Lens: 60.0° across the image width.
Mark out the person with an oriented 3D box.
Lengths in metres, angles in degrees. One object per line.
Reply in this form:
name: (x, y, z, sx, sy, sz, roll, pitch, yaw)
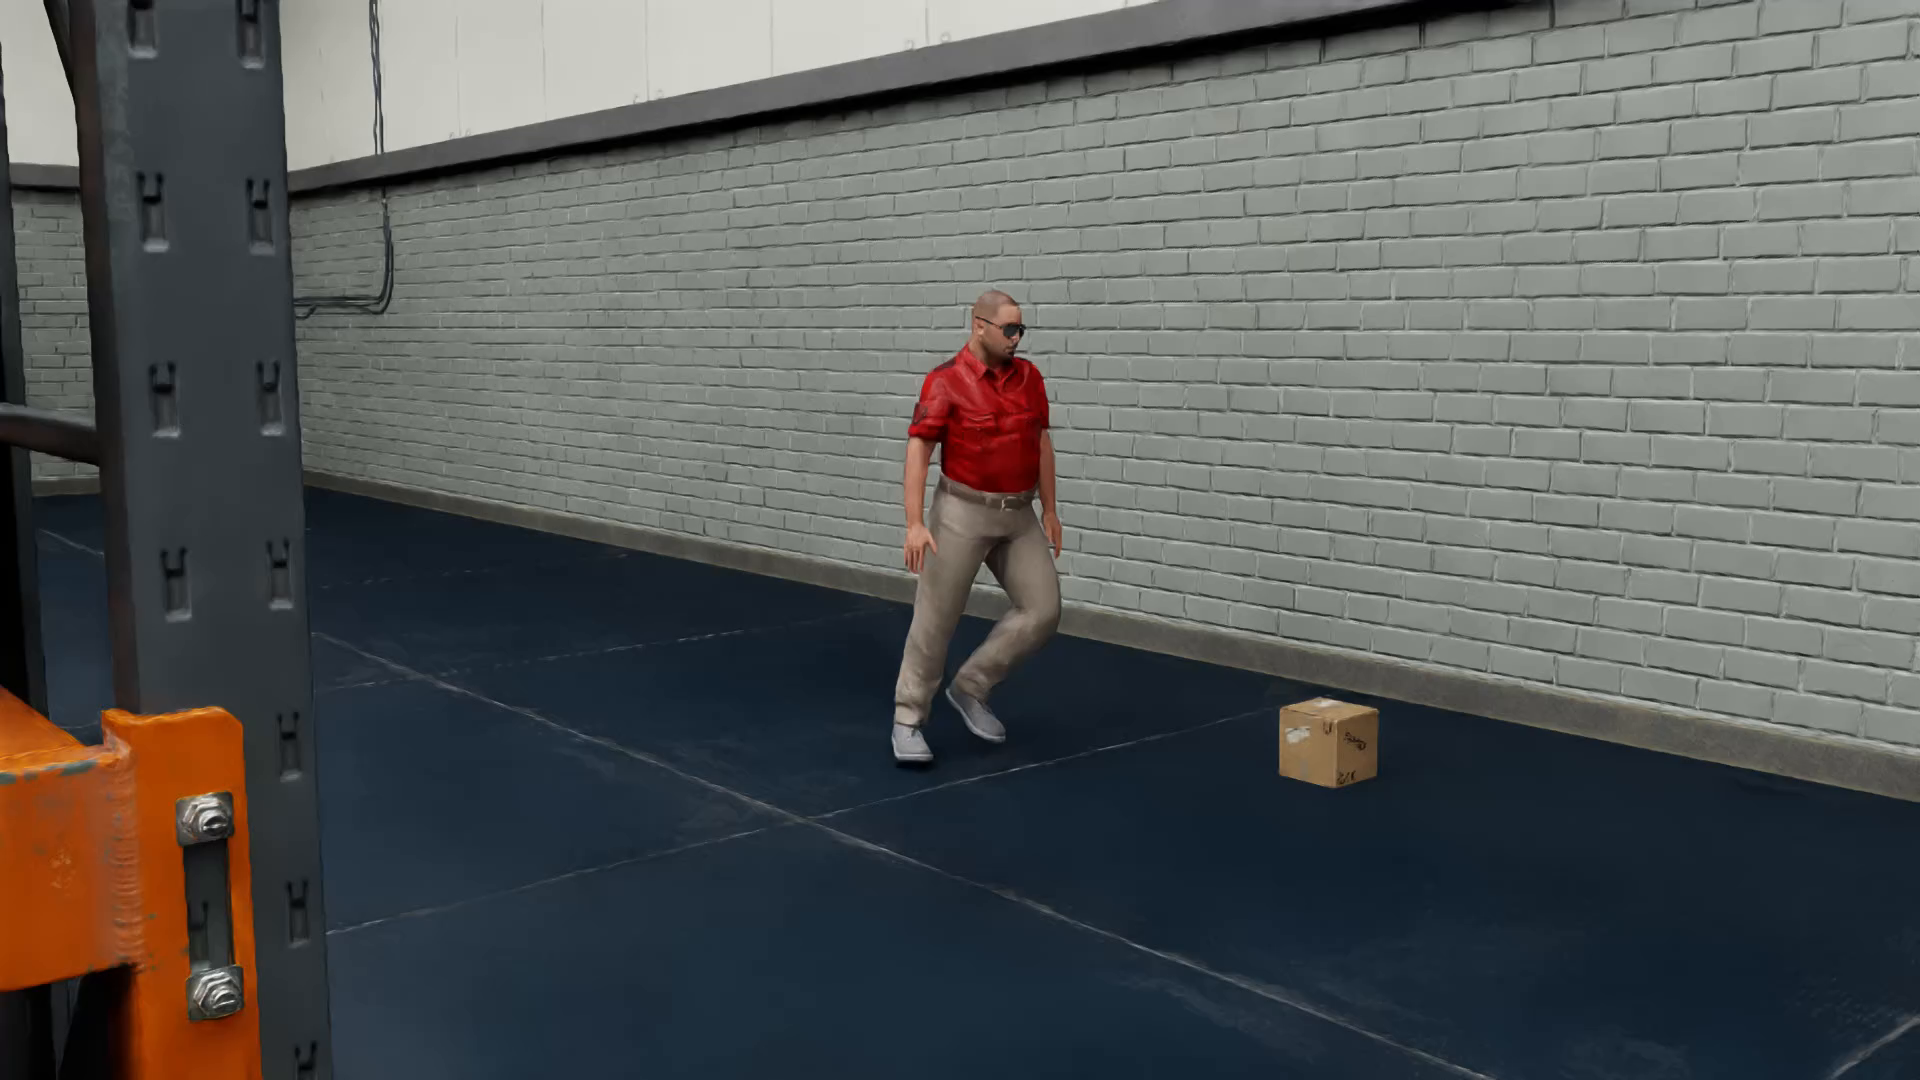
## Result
person: (0.063, -0.062, 6.188, 0.726, 1.711, 0.412, -5, 9, -35)
